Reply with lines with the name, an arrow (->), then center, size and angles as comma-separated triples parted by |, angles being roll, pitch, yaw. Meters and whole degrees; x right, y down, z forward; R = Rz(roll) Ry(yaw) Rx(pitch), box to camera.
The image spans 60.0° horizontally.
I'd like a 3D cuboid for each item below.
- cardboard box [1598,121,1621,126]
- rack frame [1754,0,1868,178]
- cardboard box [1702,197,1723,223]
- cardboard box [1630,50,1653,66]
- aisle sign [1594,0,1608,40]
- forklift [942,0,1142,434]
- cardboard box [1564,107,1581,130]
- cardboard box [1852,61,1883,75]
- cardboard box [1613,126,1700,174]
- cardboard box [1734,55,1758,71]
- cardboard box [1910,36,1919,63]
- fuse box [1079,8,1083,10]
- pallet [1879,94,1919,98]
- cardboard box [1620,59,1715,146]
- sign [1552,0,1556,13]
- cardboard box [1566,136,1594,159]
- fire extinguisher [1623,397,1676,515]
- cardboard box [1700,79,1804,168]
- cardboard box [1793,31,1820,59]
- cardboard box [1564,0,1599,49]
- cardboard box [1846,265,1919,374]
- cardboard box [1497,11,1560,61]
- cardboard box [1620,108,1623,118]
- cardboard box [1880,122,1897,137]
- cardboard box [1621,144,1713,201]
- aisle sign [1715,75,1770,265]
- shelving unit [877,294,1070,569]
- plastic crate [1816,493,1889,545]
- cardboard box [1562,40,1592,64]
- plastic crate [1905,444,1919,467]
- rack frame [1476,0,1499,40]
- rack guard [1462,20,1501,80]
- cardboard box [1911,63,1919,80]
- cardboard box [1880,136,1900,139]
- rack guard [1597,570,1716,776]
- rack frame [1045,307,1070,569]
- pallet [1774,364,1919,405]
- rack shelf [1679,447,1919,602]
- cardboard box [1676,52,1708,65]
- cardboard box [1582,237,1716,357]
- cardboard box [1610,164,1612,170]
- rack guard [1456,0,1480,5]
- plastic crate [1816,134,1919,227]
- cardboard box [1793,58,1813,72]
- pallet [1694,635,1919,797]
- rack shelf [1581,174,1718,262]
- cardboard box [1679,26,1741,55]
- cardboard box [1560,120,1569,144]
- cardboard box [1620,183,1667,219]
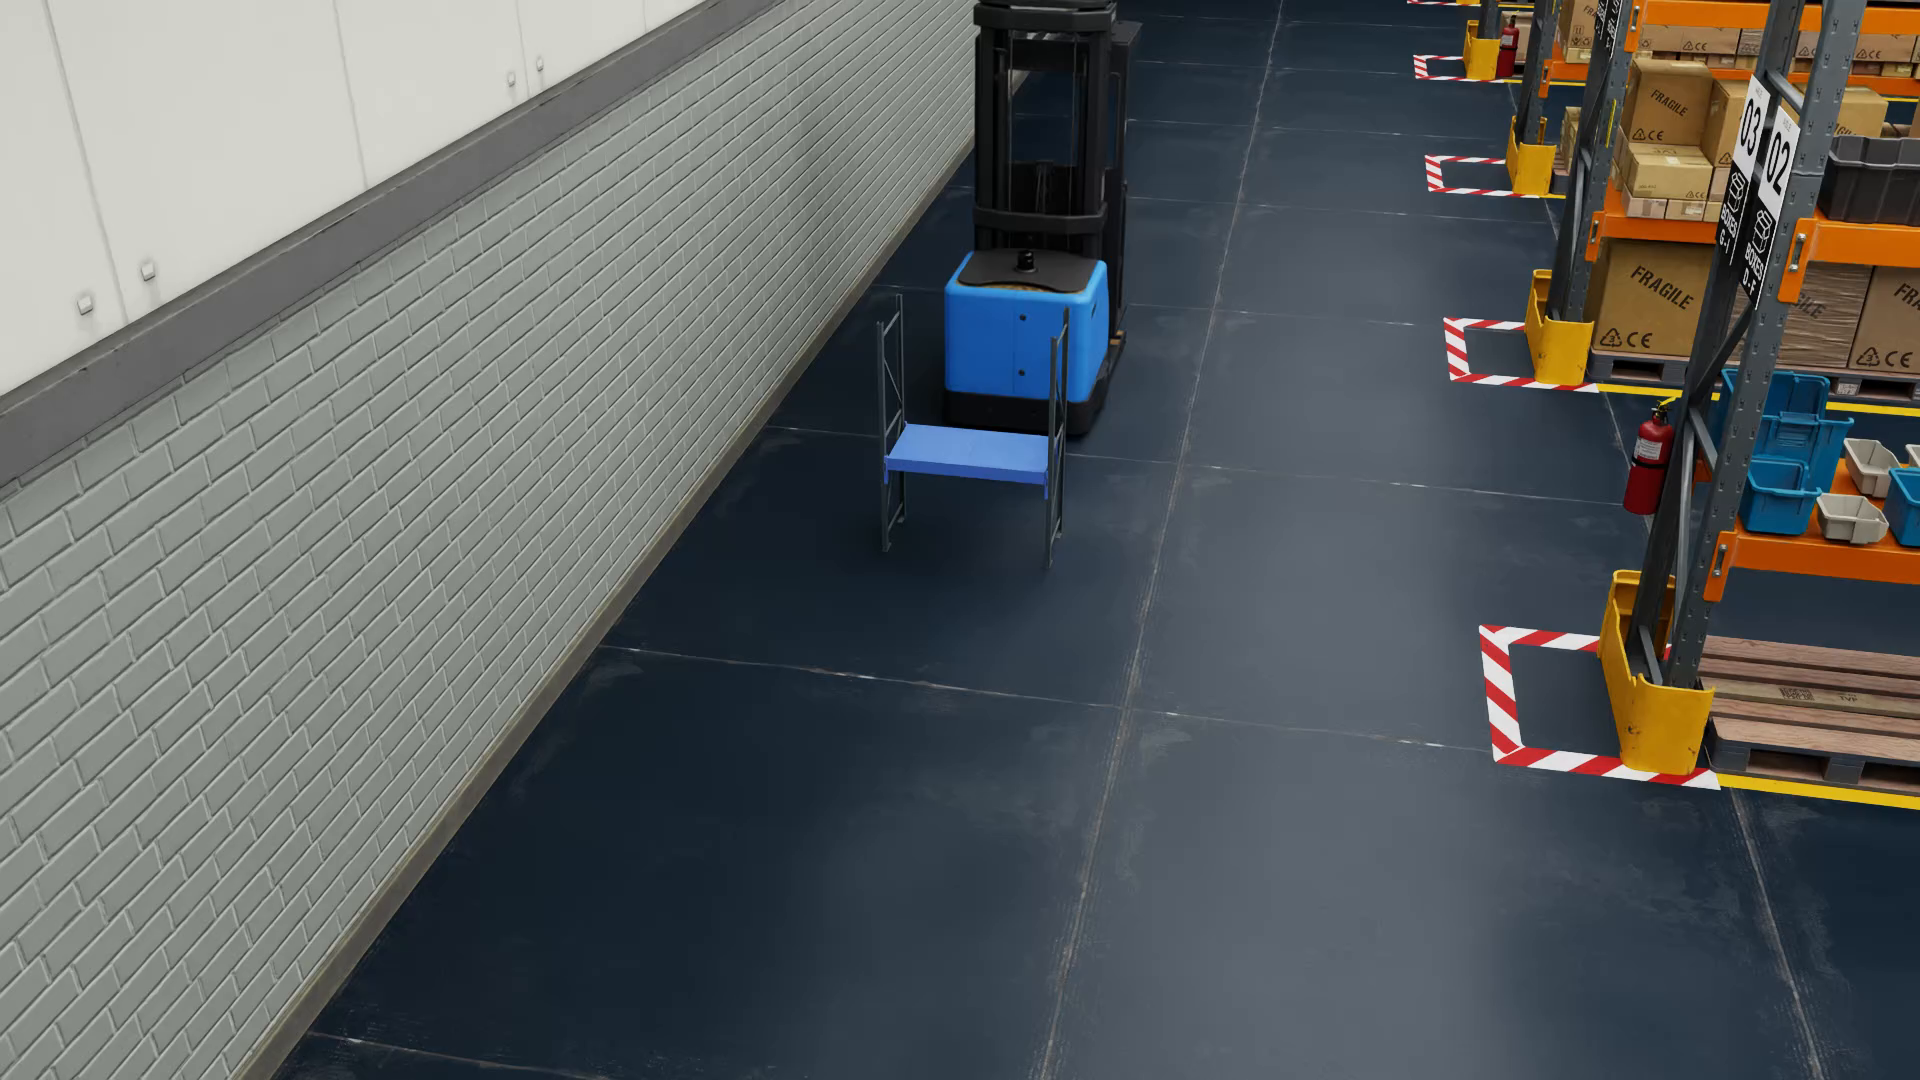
cardboard box -> 6.540, -4.088, 16.668 | 0.250, 0.149, 0.380 | 6, 29, 11
rack frame -> 3.634, -3.063, 6.636 | 0.127, 3.000, 1.000 | 6, 29, 11
cardboard box -> 5.449, -2.406, 11.945 | 0.250, 0.149, 0.380 | 5, 29, 9
cardboard box -> 6.561, -4.722, 16.175 | 0.250, 0.149, 0.380 | 5, 29, 9
aisle sign -> 4.661, -4.046, 11.972 | 0.004, 0.787, 0.394 | 6, 29, 11
forklift -> 0.700, -2.714, 12.318 | 1.130, 2.935, 3.031 | 6, 29, 11
cardboard box -> 6.374, -4.337, 17.123 | 0.250, 0.149, 0.380 | 6, 29, 11
cardboard box -> 8.626, -4.572, 15.901 | 0.250, 0.149, 0.380 | 5, 29, 9
cardboard box -> 5.198, -2.898, 12.429 | 0.500, 0.250, 0.500 | 5, 29, 10
cardboard box -> 7.588, -4.648, 16.040 | 0.250, 0.149, 0.380 | 7, 29, 12
cardboard box -> 9.183, -4.766, 15.580 | 0.500, 0.500, 0.500 | 6, 29, 11
fuse box -> 1.800, -8.373, 23.924 | 0.414, 1.711, 0.539 | 6, 29, 11
pallet -> 11.420, -5.745, 20.687 | 1.213, 0.211, 1.003 | 6, 29, 11
cardboard box -> 5.200, -3.226, 12.246 | 0.500, 0.500, 0.500 | 6, 29, 11
sign -> 5.690, -5.202, 15.888 | 0.005, 0.325, 0.100 | 6, 29, 11
cardboard box -> 6.262, -3.968, 16.758 | 0.250, 0.149, 0.380 | 7, 29, 13
fire extinguisher -> 3.582, -0.463, 8.602 | 0.183, 0.674, 0.296 | 6, 29, 11
cardboard box -> 5.571, -2.926, 11.699 | 0.500, 0.500, 0.500 | 5, 29, 9
cardboard box -> 8.189, -4.869, 15.768 | 0.500, 0.500, 0.500 | 6, 29, 10
cardboard box -> 6.185, -5.076, 16.147 | 0.500, 0.500, 0.500 | 7, 30, 13
cardboard box -> 7.072, -1.803, 12.357 | 0.875, 0.875, 0.875 | 6, 29, 11
cardboard box -> 7.405, -6.453, 21.306 | 0.875, 0.438, 0.875 | 5, 29, 9
cardboard box -> 6.888, -4.319, 17.089 | 0.250, 0.149, 0.380 | 5, 29, 9
cardboard box -> 9.165, -4.058, 16.612 | 0.250, 0.149, 0.380 | 7, 30, 13
cardboard box -> 5.082, -2.647, 11.971 | 0.500, 0.250, 0.500 | 5, 29, 9
aisle sign -> 3.625, -1.717, 7.717 | 0.004, 0.787, 0.394 | 6, 29, 11
shelving unit -> 0.083, -0.649, 10.036 | 1.048, 1.500, 0.538 | 6, 29, 11
plastic crate -> 4.104, -0.092, 7.668 | 0.298, 0.136, 0.250 | 6, 29, 11
cardboard box -> 6.052, -4.780, 16.282 | 0.250, 0.149, 0.380 | 6, 29, 10
plastic crate -> 4.750, -0.310, 8.066 | 0.243, 0.136, 0.396 | 6, 29, 11
rack frame -> 6.738, -7.412, 20.826 | 0.127, 3.000, 1.000 | 6, 29, 11
rack guard -> 6.715, -6.318, 21.431 | 0.348, 0.500, 1.175 | 6, 29, 11
cardboard box -> 9.112, -4.459, 15.695 | 0.250, 0.149, 0.380 | 5, 29, 9
cardboard box -> 9.055, -3.791, 16.125 | 0.250, 0.149, 0.380 | 6, 29, 11
rack guard -> 3.608, 0.669, 8.670 | 0.348, 0.500, 1.175 | 6, 29, 11
rack frame -> 0.581, -0.598, 9.943 | 0.032, 1.500, 0.500 | 6, 29, 11
pallet -> 6.657, -1.368, 12.690 | 1.213, 0.211, 1.003 | 6, 29, 11
rack shelf -> 5.590, 0.084, 7.883 | 4.000, 0.370, 1.077 | 6, 29, 11
cardboard box -> 7.103, -4.722, 16.175 | 0.250, 0.149, 0.380 | 6, 29, 10
cardboard box -> 5.311, -1.983, 12.686 | 0.875, 0.875, 0.875 | 6, 29, 11
cardboard box -> 6.522, -3.820, 16.797 | 0.250, 0.149, 0.380 | 6, 29, 10
rack guard -> 7.845, -8.639, 25.671 | 0.348, 0.500, 1.175 | 6, 29, 11
plastic crate -> 3.953, -1.521, 7.078 | 0.590, 0.269, 0.497 | 6, 29, 11
cardboard box -> 8.107, -4.615, 15.980 | 0.250, 0.149, 0.380 | 5, 29, 10
pallet -> 4.433, 0.892, 8.562 | 1.213, 0.211, 1.003 | 6, 29, 11
rack shelf -> 6.625, -2.242, 12.132 | 4.000, 0.370, 1.077 | 6, 29, 11
cardboard box -> 7.190, -4.980, 15.970 | 0.500, 0.500, 0.500 | 6, 29, 11
cardboard box -> 6.379, -4.222, 17.222 | 0.250, 0.149, 0.380 | 5, 29, 9
cardboard box -> 4.947, -2.457, 12.038 | 0.250, 0.149, 0.380 | 6, 29, 11
